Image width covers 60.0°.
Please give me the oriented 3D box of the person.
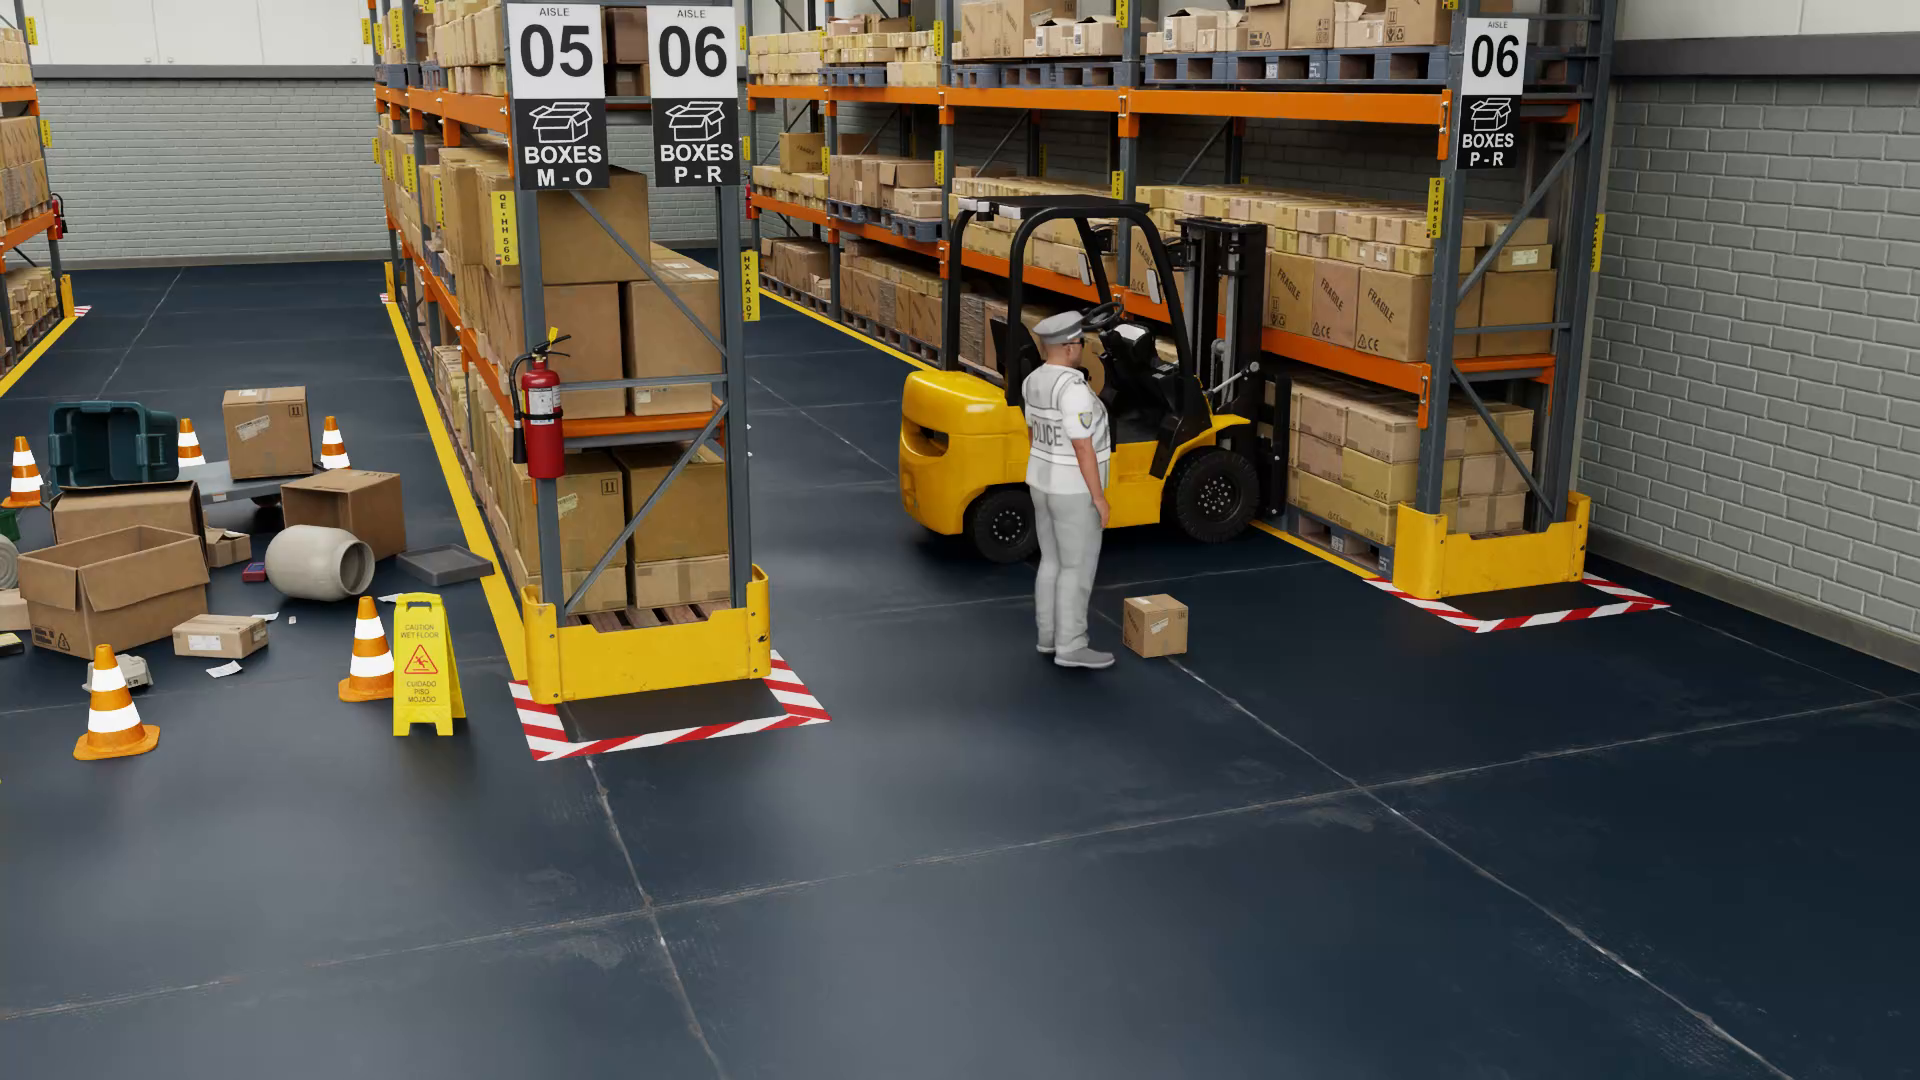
[{"bbox_3d":[0.548,-0.257,8.342,0.403,1.784,0.550,-8,17,-26],"label":"person"}]
